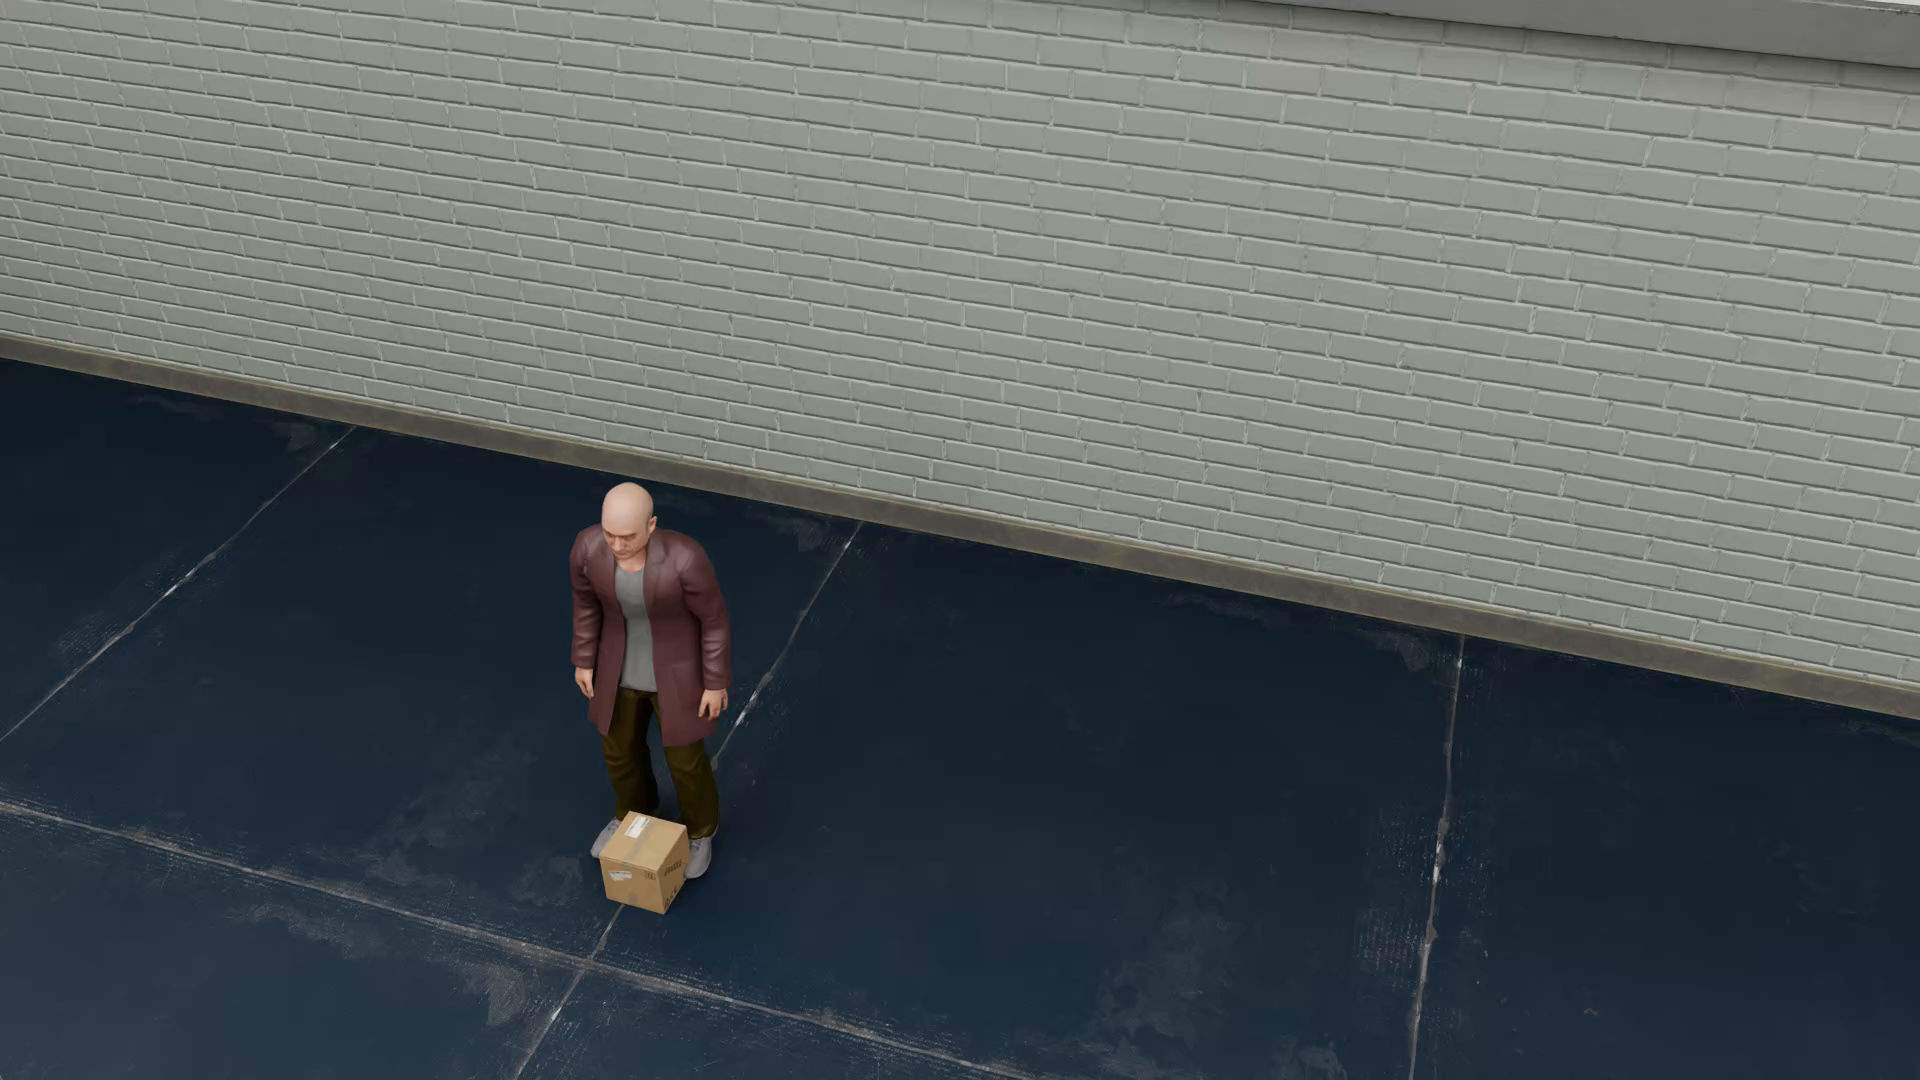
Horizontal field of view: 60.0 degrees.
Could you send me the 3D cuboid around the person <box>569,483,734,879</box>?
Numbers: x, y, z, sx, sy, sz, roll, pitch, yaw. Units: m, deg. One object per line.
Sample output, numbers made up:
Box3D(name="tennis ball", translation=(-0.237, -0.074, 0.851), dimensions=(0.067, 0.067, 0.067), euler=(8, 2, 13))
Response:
Box3D(name="person", translation=(-1.155, 0.504, 6.228), dimensions=(0.642, 1.772, 0.428), euler=(9, 37, 12))
